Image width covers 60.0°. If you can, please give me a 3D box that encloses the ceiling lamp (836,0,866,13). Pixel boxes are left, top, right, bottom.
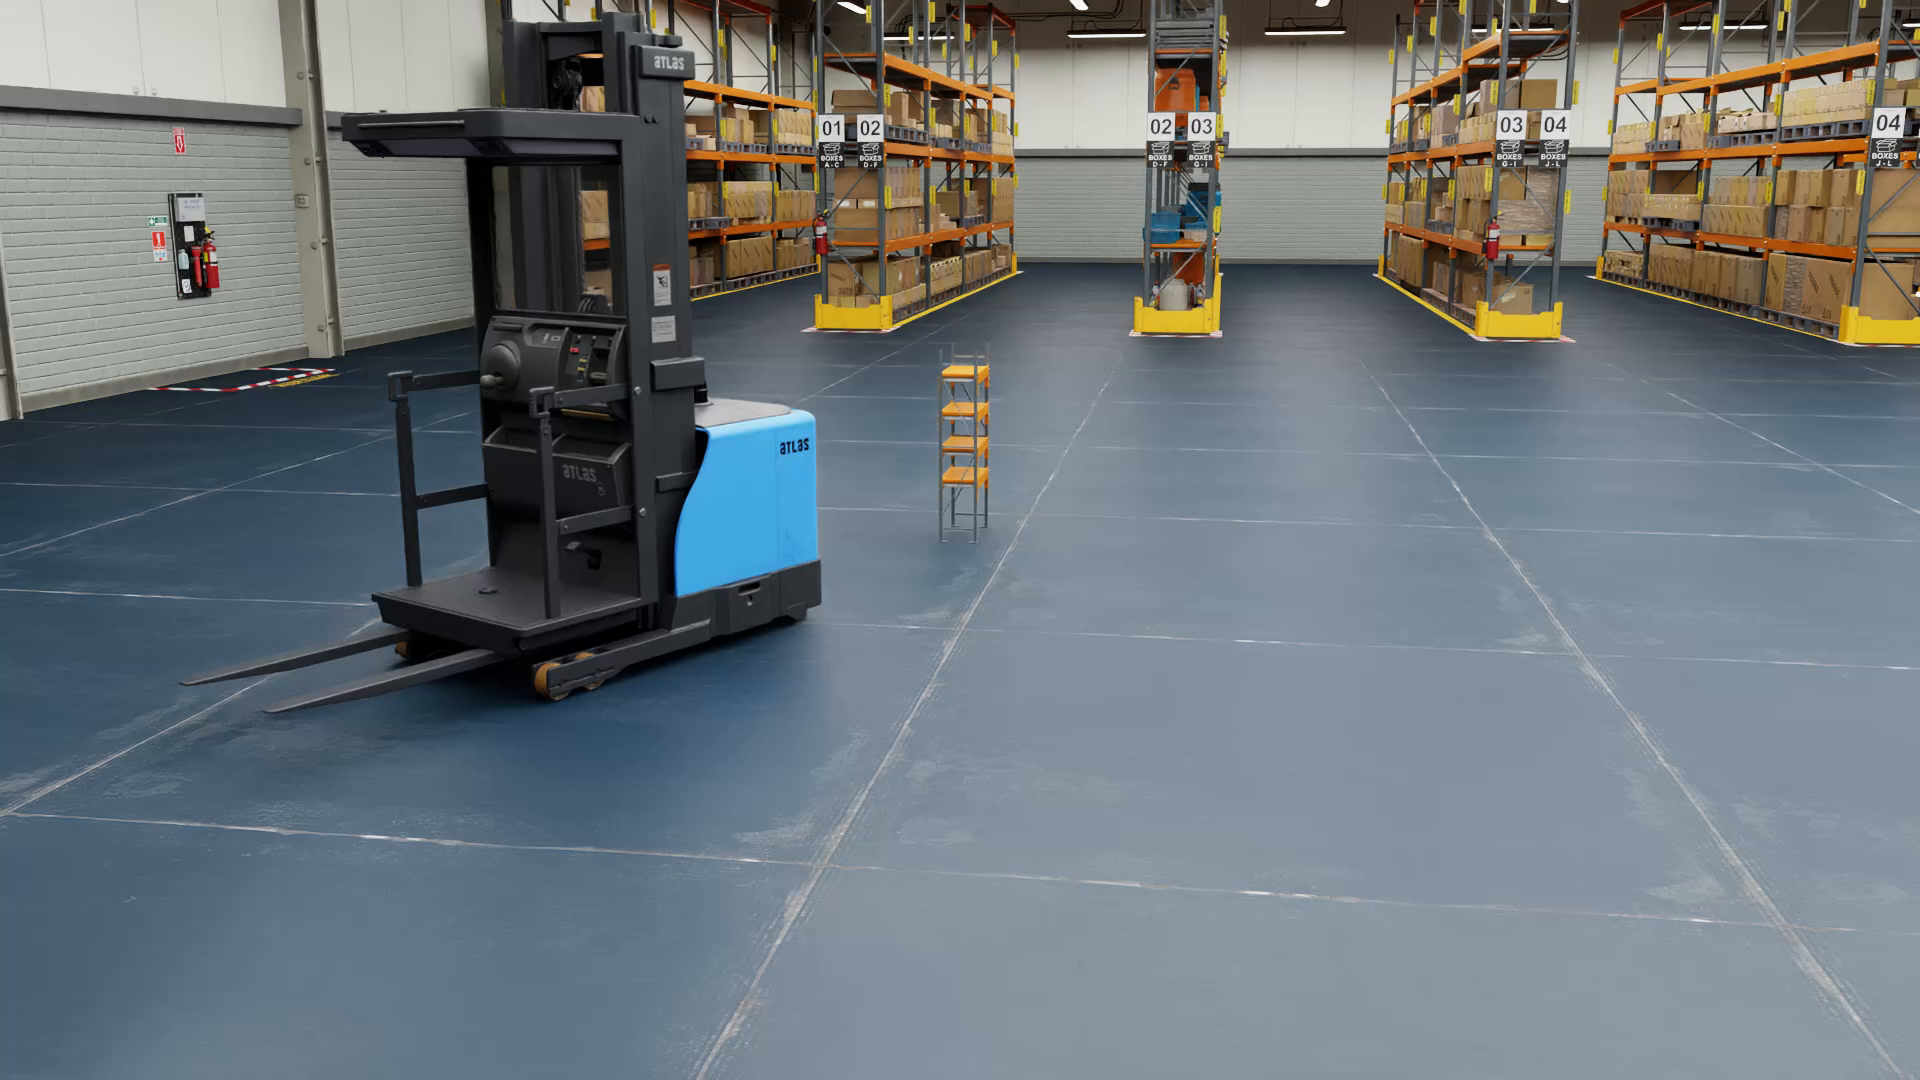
[{"bbox_3d":[-2.048,-12.938,35.312,0.800,3.185,2.000,2,12,9],"label":"ceiling lamp"}]

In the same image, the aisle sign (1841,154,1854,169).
[{"bbox_3d":[20.123,-8.742,37.766,0.394,0.787,0.004,2,12,9],"label":"aisle sign"}]

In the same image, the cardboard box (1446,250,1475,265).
[{"bbox_3d":[9.231,-5.211,30.661,0.500,0.250,0.500,3,13,15],"label":"cardboard box"}]

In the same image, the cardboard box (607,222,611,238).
[{"bbox_3d":[-5.999,-5.161,27.628,0.500,0.250,0.500,2,12,8],"label":"cardboard box"}]

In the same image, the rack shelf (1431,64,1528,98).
[{"bbox_3d":[9.068,-8.071,29.243,1.077,0.370,4.000,2,12,9],"label":"rack shelf"}]

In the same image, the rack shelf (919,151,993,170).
[{"bbox_3d":[-0.104,-7.955,34.874,1.077,0.370,4.000,2,12,9],"label":"rack shelf"}]

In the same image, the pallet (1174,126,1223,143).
[{"bbox_3d":[3.475,-6.141,25.195,1.003,0.211,1.213,2,12,9],"label":"pallet"}]

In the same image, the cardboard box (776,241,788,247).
[{"bbox_3d":[-4.243,-6.935,38.948,0.380,0.149,0.250,2,12,11],"label":"cardboard box"}]

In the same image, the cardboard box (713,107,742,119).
[{"bbox_3d":[-5.027,-9.219,35.969,0.500,0.250,0.500,1,12,7],"label":"cardboard box"}]

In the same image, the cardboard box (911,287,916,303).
[{"bbox_3d":[-1.031,-4.141,28.116,0.500,0.250,0.500,2,12,9],"label":"cardboard box"}]

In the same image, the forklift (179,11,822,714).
[{"bbox_3d":[-2.003,-0.850,7.482,1.130,2.935,3.031,9,15,36],"label":"forklift"}]

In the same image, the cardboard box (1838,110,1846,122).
[{"bbox_3d":[12.865,-6.092,23.882,0.380,0.149,0.250,2,12,9],"label":"cardboard box"}]

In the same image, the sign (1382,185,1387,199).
[{"bbox_3d":[10.059,-8.249,39.406,0.100,0.325,0.005,2,12,9],"label":"sign"}]

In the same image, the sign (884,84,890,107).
[{"bbox_3d":[-1.095,-6.672,24.949,0.100,0.325,0.005,2,12,9],"label":"sign"}]

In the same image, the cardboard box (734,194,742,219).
[{"bbox_3d":[-4.890,-6.989,34.814,0.500,0.500,0.500,2,12,11],"label":"cardboard box"}]

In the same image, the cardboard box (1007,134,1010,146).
[{"bbox_3d":[0.915,-9.507,39.539,0.500,0.250,0.500,2,12,9],"label":"cardboard box"}]

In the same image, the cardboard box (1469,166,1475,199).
[{"bbox_3d":[8.222,-5.555,25.831,0.500,0.500,0.500,2,12,9],"label":"cardboard box"}]

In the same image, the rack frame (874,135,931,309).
[{"bbox_3d":[-1.027,-5.591,29.318,1.000,3.000,0.127,2,12,9],"label":"rack frame"}]

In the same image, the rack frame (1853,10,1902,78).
[{"bbox_3d":[20.398,-10.379,37.294,1.000,3.000,0.127,2,12,9],"label":"rack frame"}]

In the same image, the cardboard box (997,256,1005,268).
[{"bbox_3d":[0.802,-6.642,39.677,0.500,0.250,0.500,2,12,9],"label":"cardboard box"}]

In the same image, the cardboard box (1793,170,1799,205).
[{"bbox_3d":[13.586,-5.495,25.952,0.875,0.550,0.550,2,12,9],"label":"cardboard box"}]

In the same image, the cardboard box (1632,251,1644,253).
[{"bbox_3d":[15.565,-6.520,37.983,0.380,0.149,0.250,2,12,10],"label":"cardboard box"}]

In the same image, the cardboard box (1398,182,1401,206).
[{"bbox_3d":[9.879,-7.582,36.426,0.500,0.500,0.500,2,12,9],"label":"cardboard box"}]

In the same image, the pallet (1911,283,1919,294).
[{"bbox_3d":[19.739,-5.088,33.600,1.003,0.211,1.213,2,12,9],"label":"pallet"}]

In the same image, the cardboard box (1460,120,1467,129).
[{"bbox_3d":[8.406,-6.800,27.215,0.380,0.149,0.250,2,12,7],"label":"cardboard box"}]

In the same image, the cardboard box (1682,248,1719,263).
[{"bbox_3d":[14.108,-5.421,31.686,0.500,0.250,0.500,2,12,7],"label":"cardboard box"}]

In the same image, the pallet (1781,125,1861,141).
[{"bbox_3d":[13.510,-6.341,25.887,1.003,0.211,1.213,2,12,9],"label":"pallet"}]

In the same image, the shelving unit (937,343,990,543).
[{"bbox_3d":[0.025,-0.621,10.527,0.258,1.200,0.503,2,12,9],"label":"shelving unit"}]

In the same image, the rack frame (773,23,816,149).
[{"bbox_3d":[-4.077,-11.182,41.019,1.000,3.000,0.127,2,12,9],"label":"rack frame"}]

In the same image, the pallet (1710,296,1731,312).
[{"bbox_3d":[13.876,-4.143,29.214,1.003,0.211,1.213,2,12,9],"label":"pallet"}]

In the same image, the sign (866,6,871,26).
[{"bbox_3d":[-1.565,-9.034,28.650,0.100,0.325,0.005,2,12,9],"label":"sign"}]

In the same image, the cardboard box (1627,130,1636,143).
[{"bbox_3d":[14.922,-8.821,36.356,0.500,0.250,0.500,1,12,7],"label":"cardboard box"}]

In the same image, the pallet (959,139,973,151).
[{"bbox_3d":[-0.428,-7.654,32.217,1.213,0.211,1.003,2,12,11],"label":"pallet"}]

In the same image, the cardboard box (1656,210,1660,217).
[{"bbox_3d":[14.204,-6.554,33.382,0.380,0.149,0.250,1,12,6],"label":"cardboard box"}]

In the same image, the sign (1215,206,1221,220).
[{"bbox_3d":[4.409,-5.545,28.447,0.100,0.325,0.005,2,12,9],"label":"sign"}]

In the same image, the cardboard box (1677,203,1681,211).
[{"bbox_3d":[13.965,-6.377,31.855,0.380,0.149,0.250,2,12,10],"label":"cardboard box"}]

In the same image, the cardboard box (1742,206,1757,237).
[{"bbox_3d":[13.540,-5.359,28.004,0.500,0.500,0.500,2,12,8],"label":"cardboard box"}]

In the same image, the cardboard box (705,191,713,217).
[{"bbox_3d":[-5.370,-6.750,33.411,0.700,0.500,0.500,0,12,2],"label":"cardboard box"}]

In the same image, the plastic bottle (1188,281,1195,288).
[{"bbox_3d":[3.910,-4.212,28.159,0.144,0.351,0.185,2,12,9],"label":"plastic bottle"}]

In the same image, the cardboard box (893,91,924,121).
[{"bbox_3d":[-0.893,-7.683,29.485,0.500,0.500,0.500,2,12,9],"label":"cardboard box"}]

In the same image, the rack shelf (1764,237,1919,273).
[{"bbox_3d":[13.339,-4.320,25.126,1.077,0.370,4.000,2,12,9],"label":"rack shelf"}]

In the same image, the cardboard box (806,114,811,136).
[{"bbox_3d":[-3.920,-10.102,40.469,0.500,0.500,0.500,2,12,8],"label":"cardboard box"}]

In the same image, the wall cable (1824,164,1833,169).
[{"bbox_3d":[22.646,-9.074,43.068,0.588,1.984,0.122,2,12,9],"label":"wall cable"}]

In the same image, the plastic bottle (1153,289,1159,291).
[{"bbox_3d":[3.188,-3.958,27.160,0.152,0.276,0.135,2,12,7],"label":"plastic bottle"}]

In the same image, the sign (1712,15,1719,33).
[{"bbox_3d":[13.724,-9.364,30.179,0.100,0.325,0.005,2,12,9],"label":"sign"}]

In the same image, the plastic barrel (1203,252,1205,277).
[{"bbox_3d":[4.888,-6.015,35.267,0.600,0.901,0.708,2,12,9],"label":"plastic barrel"}]

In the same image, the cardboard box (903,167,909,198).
[{"bbox_3d":[-1.243,-5.972,27.770,0.700,0.500,0.500,2,12,9],"label":"cardboard box"}]

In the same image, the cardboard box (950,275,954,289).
[{"bbox_3d":[-0.408,-4.956,31.899,0.500,0.250,0.500,2,12,10],"label":"cardboard box"}]

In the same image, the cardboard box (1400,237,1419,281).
[{"bbox_3d":[9.776,-5.782,34.248,1.225,0.875,0.875,1,12,7],"label":"cardboard box"}]

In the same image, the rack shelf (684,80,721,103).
[{"bbox_3d":[-5.615,-8.553,31.477,1.077,0.370,4.000,2,12,9],"label":"rack shelf"}]

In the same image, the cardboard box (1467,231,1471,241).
[{"bbox_3d":[8.213,-4.799,26.238,0.380,0.149,0.250,2,12,9],"label":"cardboard box"}]

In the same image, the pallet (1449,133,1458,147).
[{"bbox_3d":[8.961,-6.769,28.109,1.213,0.211,1.003,2,12,9],"label":"pallet"}]

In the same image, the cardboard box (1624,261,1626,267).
[{"bbox_3d":[15.015,-6.167,37.054,0.380,0.149,0.250,3,12,12],"label":"cardboard box"}]

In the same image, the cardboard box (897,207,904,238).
[{"bbox_3d":[-1.322,-5.227,27.389,0.700,0.500,0.500,2,12,10],"label":"cardboard box"}]

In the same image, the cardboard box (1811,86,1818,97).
[{"bbox_3d":[13.060,-6.746,25.024,0.380,0.149,0.250,2,12,9],"label":"cardboard box"}]
